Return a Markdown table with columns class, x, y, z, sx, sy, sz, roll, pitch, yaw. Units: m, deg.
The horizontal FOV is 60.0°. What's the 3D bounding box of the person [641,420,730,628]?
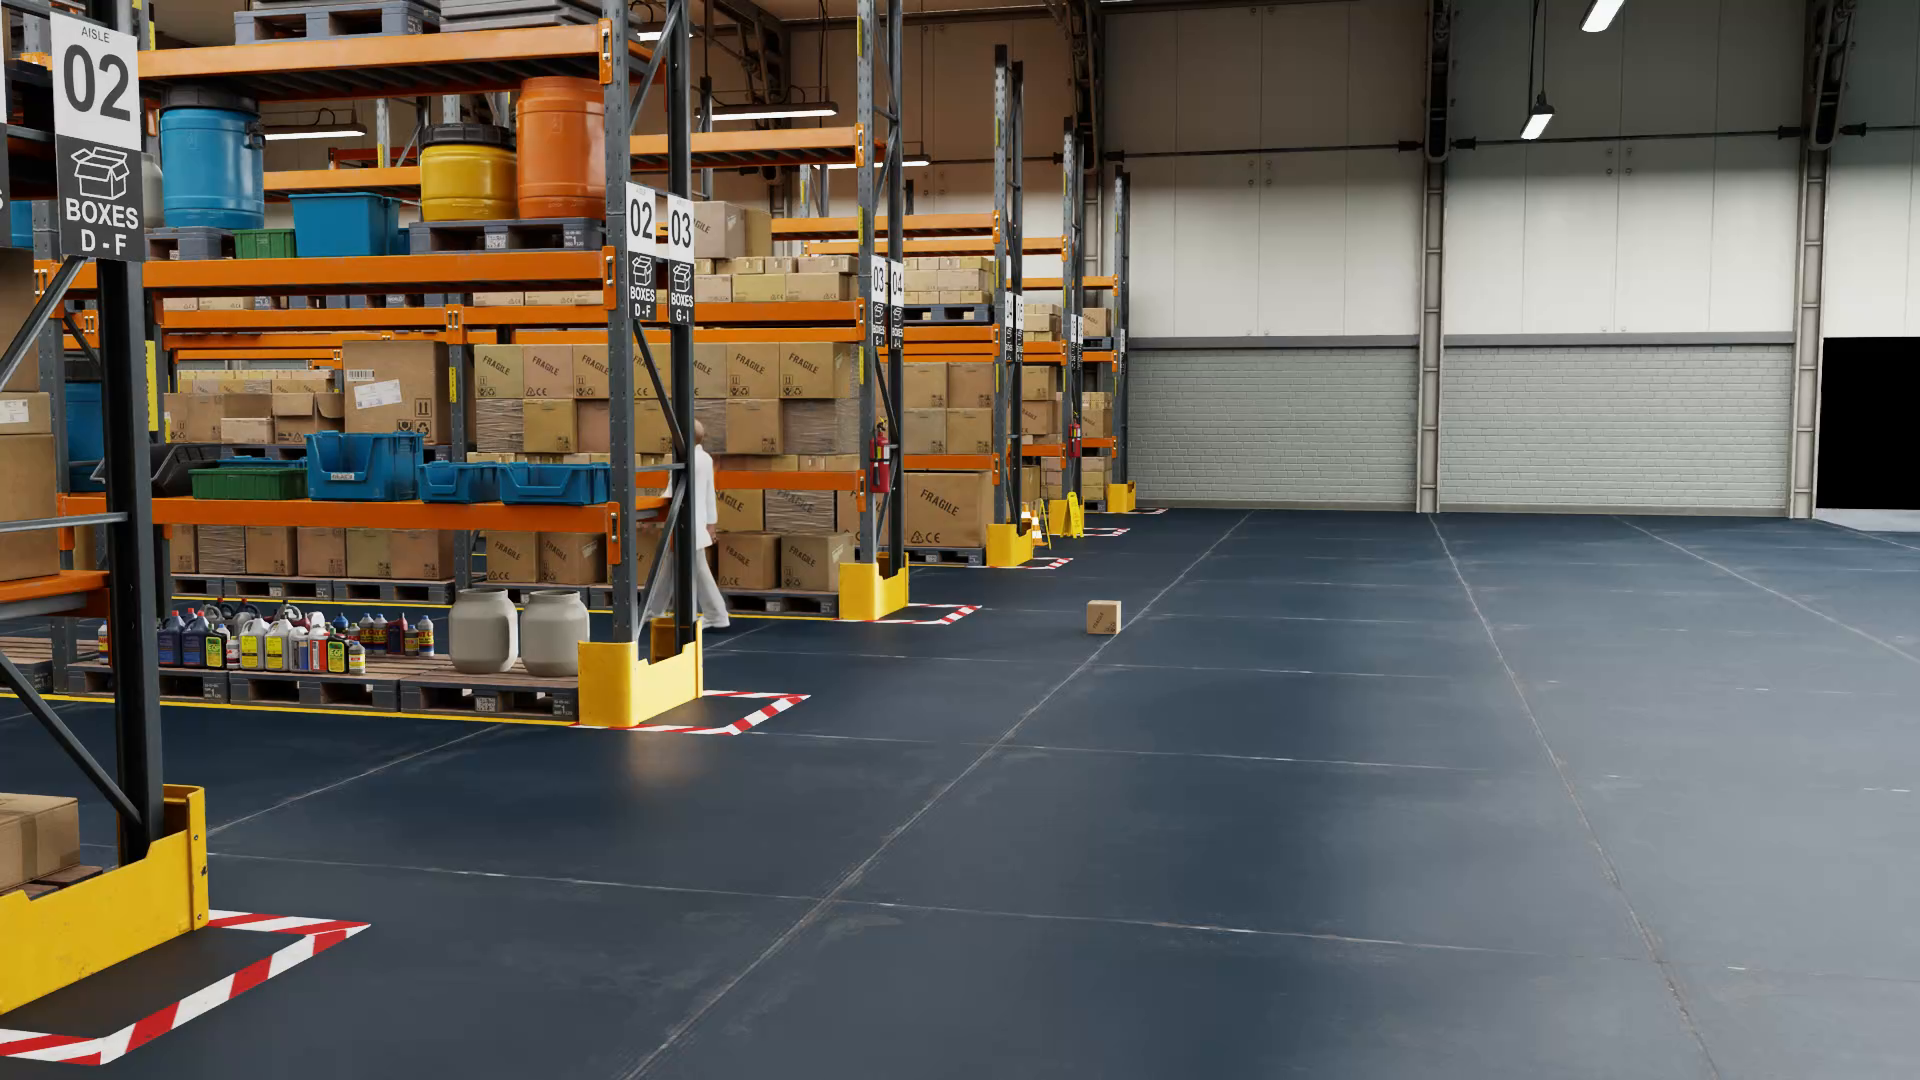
| class | x | y | z | sx | sy | sz | roll | pitch | yaw |
| --- | --- | --- | --- | --- | --- | --- | --- | --- | --- |
| person | -2.403 | -0.139 | 13.970 | 0.988 | 1.738 | 0.587 | 1 | 5 | 7 |
